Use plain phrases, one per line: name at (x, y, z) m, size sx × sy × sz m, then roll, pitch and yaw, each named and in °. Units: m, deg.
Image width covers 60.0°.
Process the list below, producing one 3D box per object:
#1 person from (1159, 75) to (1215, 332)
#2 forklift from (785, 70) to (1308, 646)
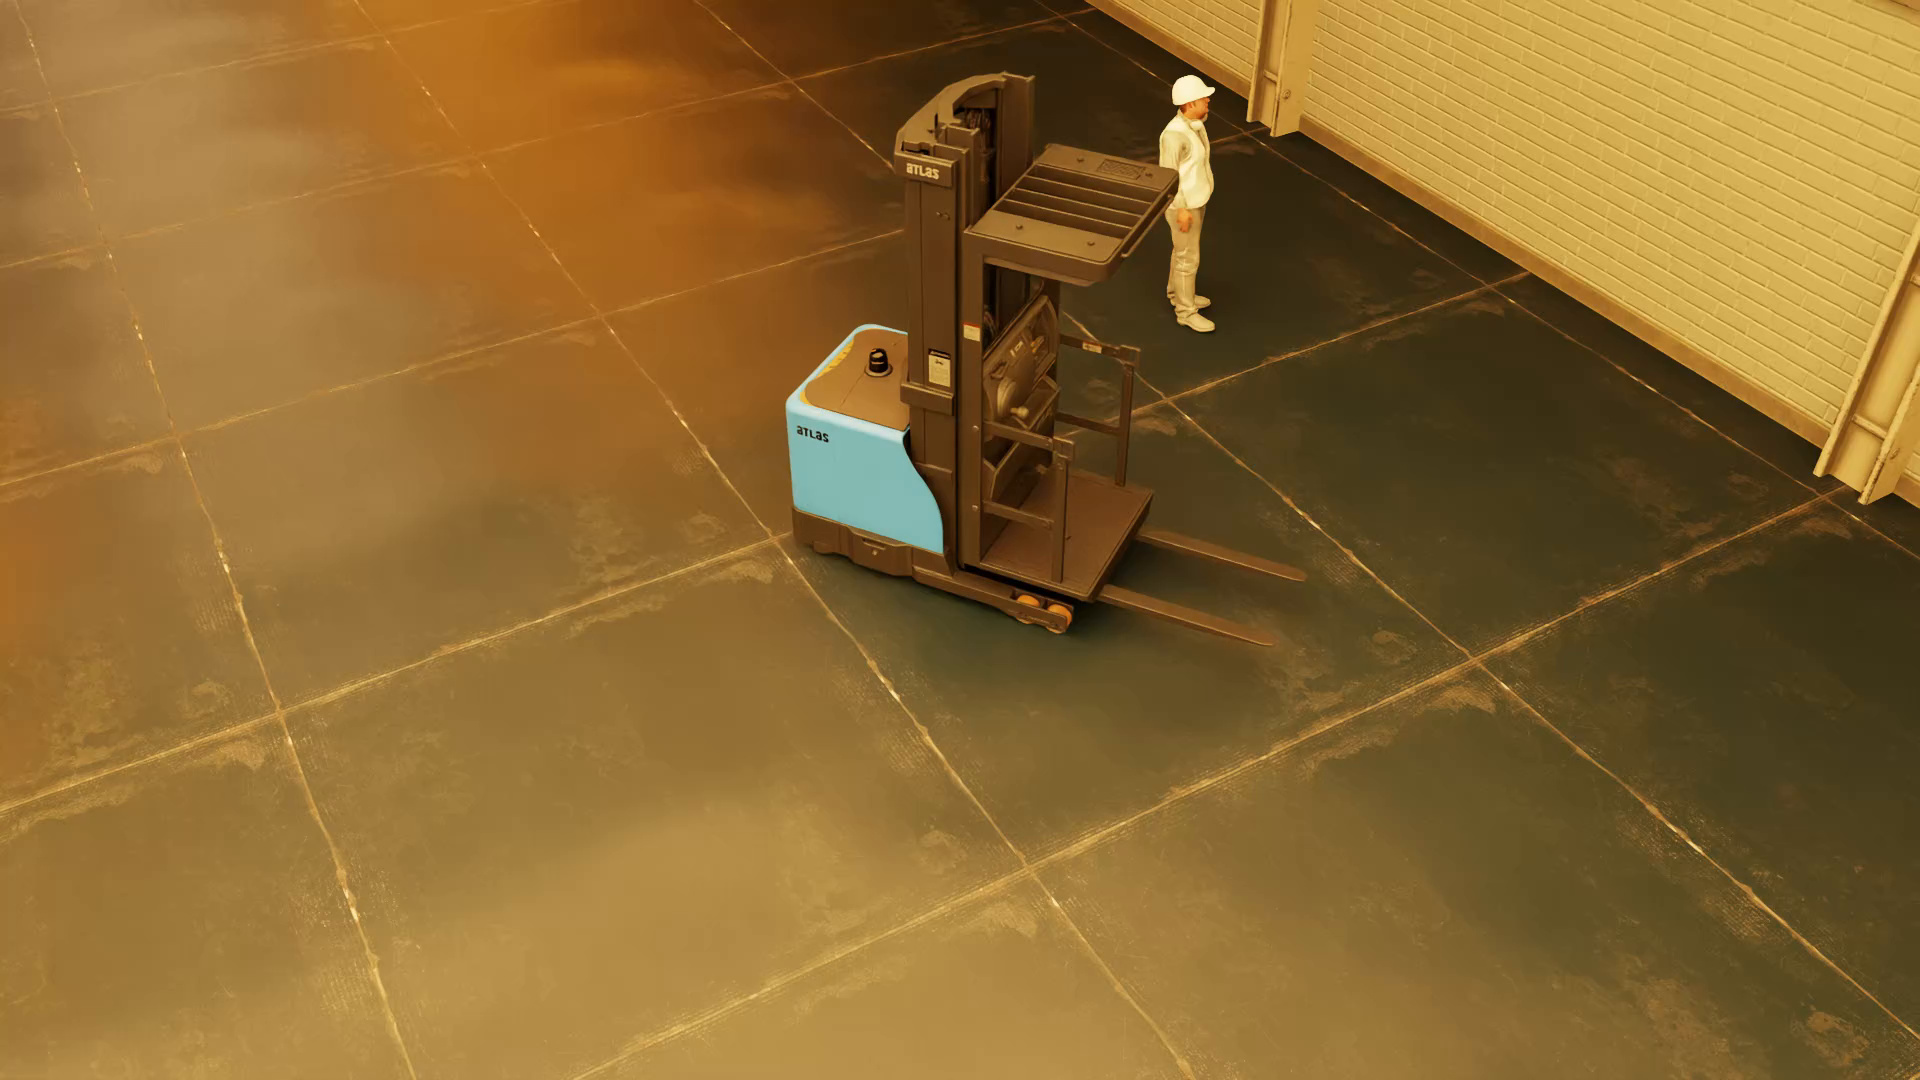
person at (1.687, -2.426, 11.856) m, size 0.570 × 1.773 × 0.630 m, roll 14°, pitch 42°, yaw 16°
forklift at (0.527, -0.975, 9.212) m, size 3.031 × 2.935 × 1.130 m, roll 17°, pitch 43°, yaw 19°
